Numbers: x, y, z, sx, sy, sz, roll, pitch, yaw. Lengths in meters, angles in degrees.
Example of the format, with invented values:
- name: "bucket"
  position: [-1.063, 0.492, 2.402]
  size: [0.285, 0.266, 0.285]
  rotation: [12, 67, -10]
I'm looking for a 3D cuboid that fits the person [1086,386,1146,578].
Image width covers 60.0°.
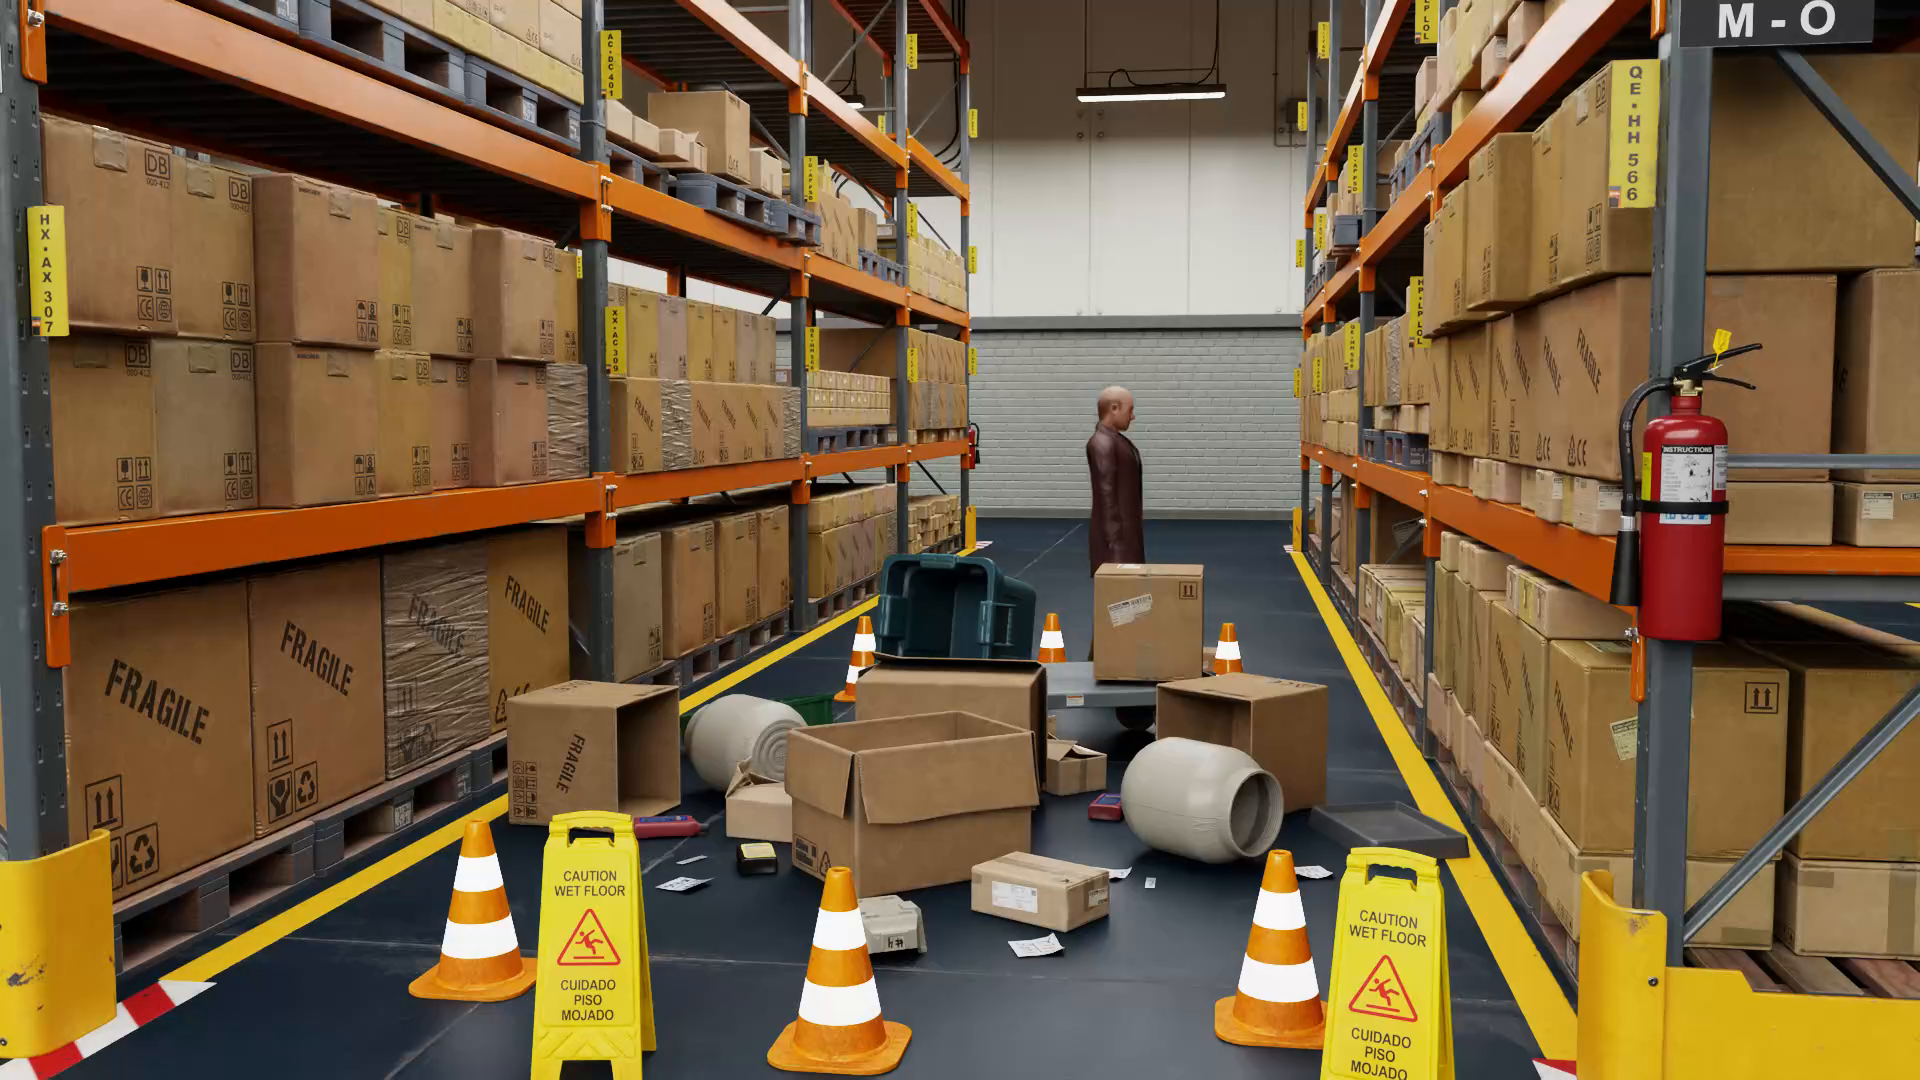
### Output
- name: "person"
  position: [0.915, 0.004, 9.659]
  size: [0.385, 1.787, 0.554]
  rotation: [1, 4, 10]
